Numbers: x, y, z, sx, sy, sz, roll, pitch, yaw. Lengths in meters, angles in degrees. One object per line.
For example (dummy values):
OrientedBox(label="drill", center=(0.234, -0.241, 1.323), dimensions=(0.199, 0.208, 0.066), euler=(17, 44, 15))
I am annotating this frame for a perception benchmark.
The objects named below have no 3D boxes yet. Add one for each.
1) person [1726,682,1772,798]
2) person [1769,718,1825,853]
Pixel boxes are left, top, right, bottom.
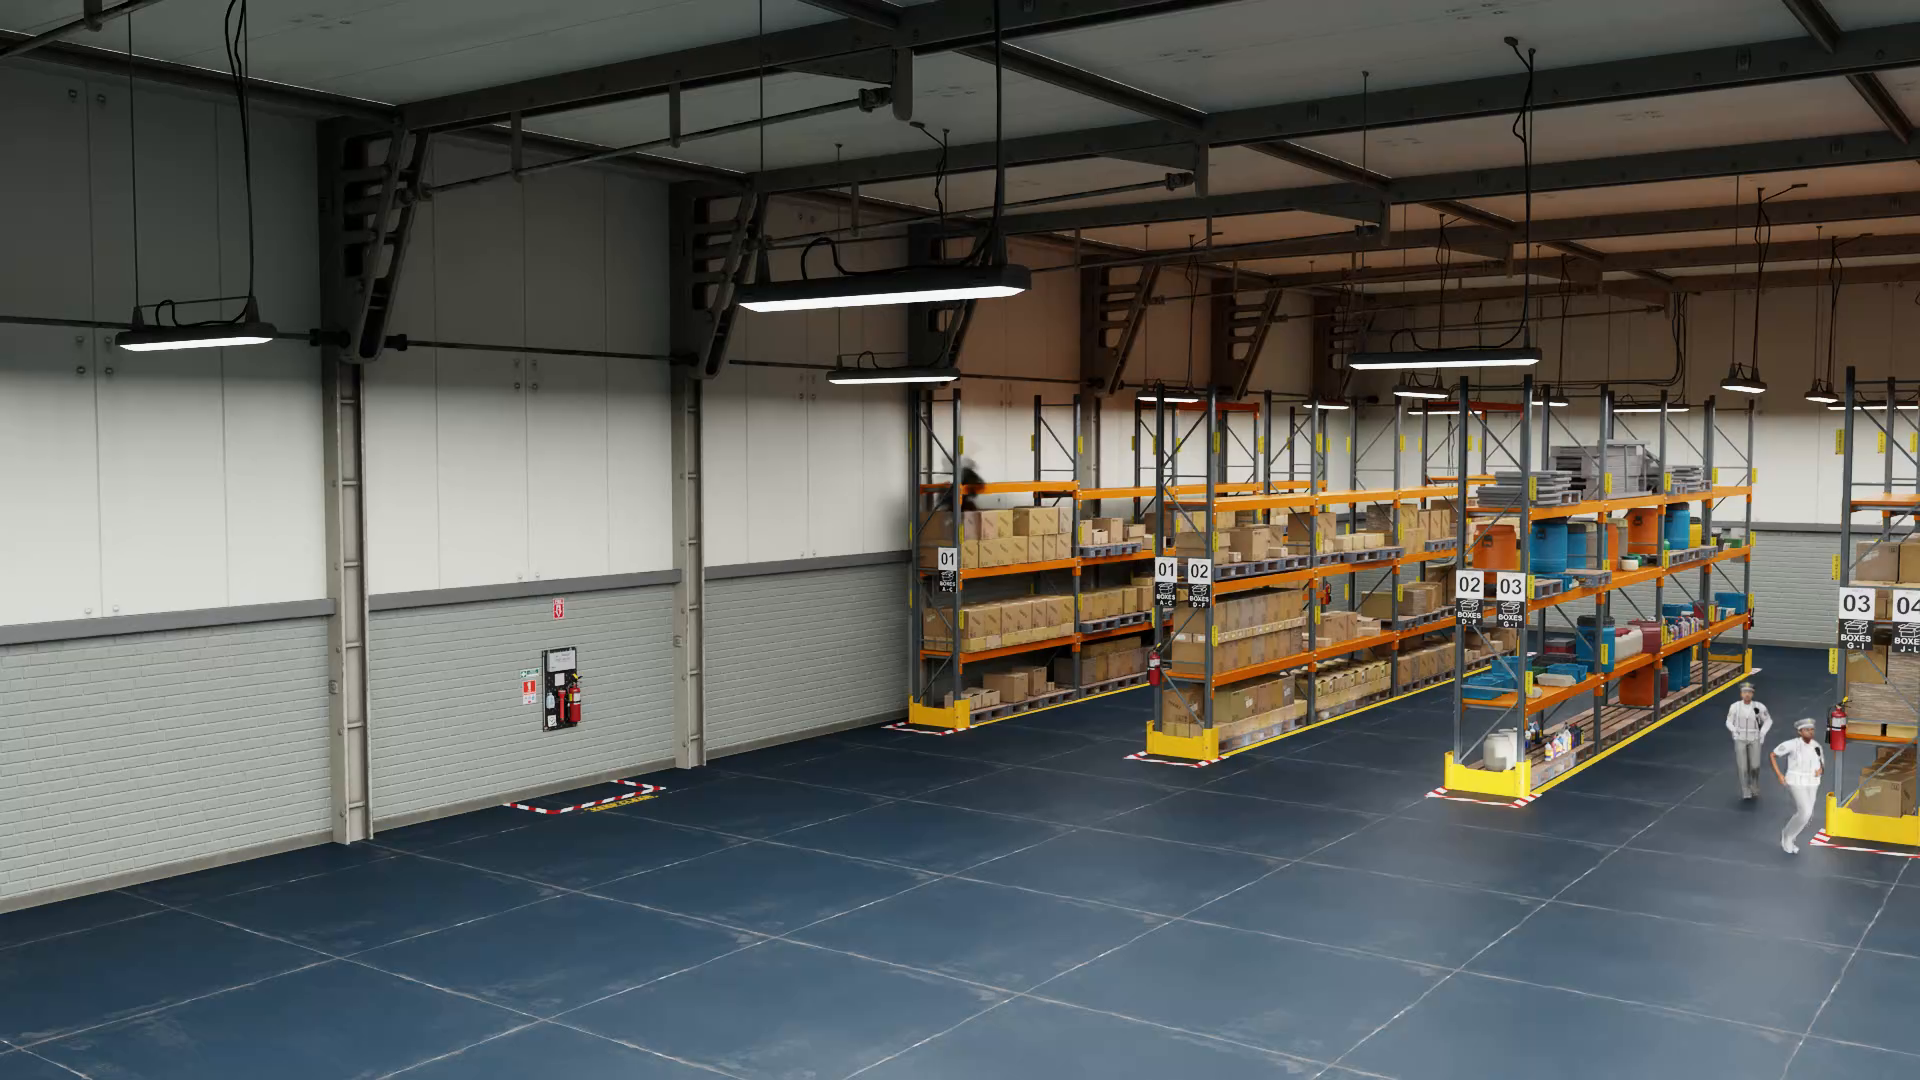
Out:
OrientedBox(label="person", center=(11.108, 2.834, 23.440), dimensions=(0.589, 1.648, 0.526), euler=(2, 4, 28))
OrientedBox(label="person", center=(10.305, 3.001, 20.336), dimensions=(0.568, 1.664, 0.594), euler=(-1, 3, -12))
